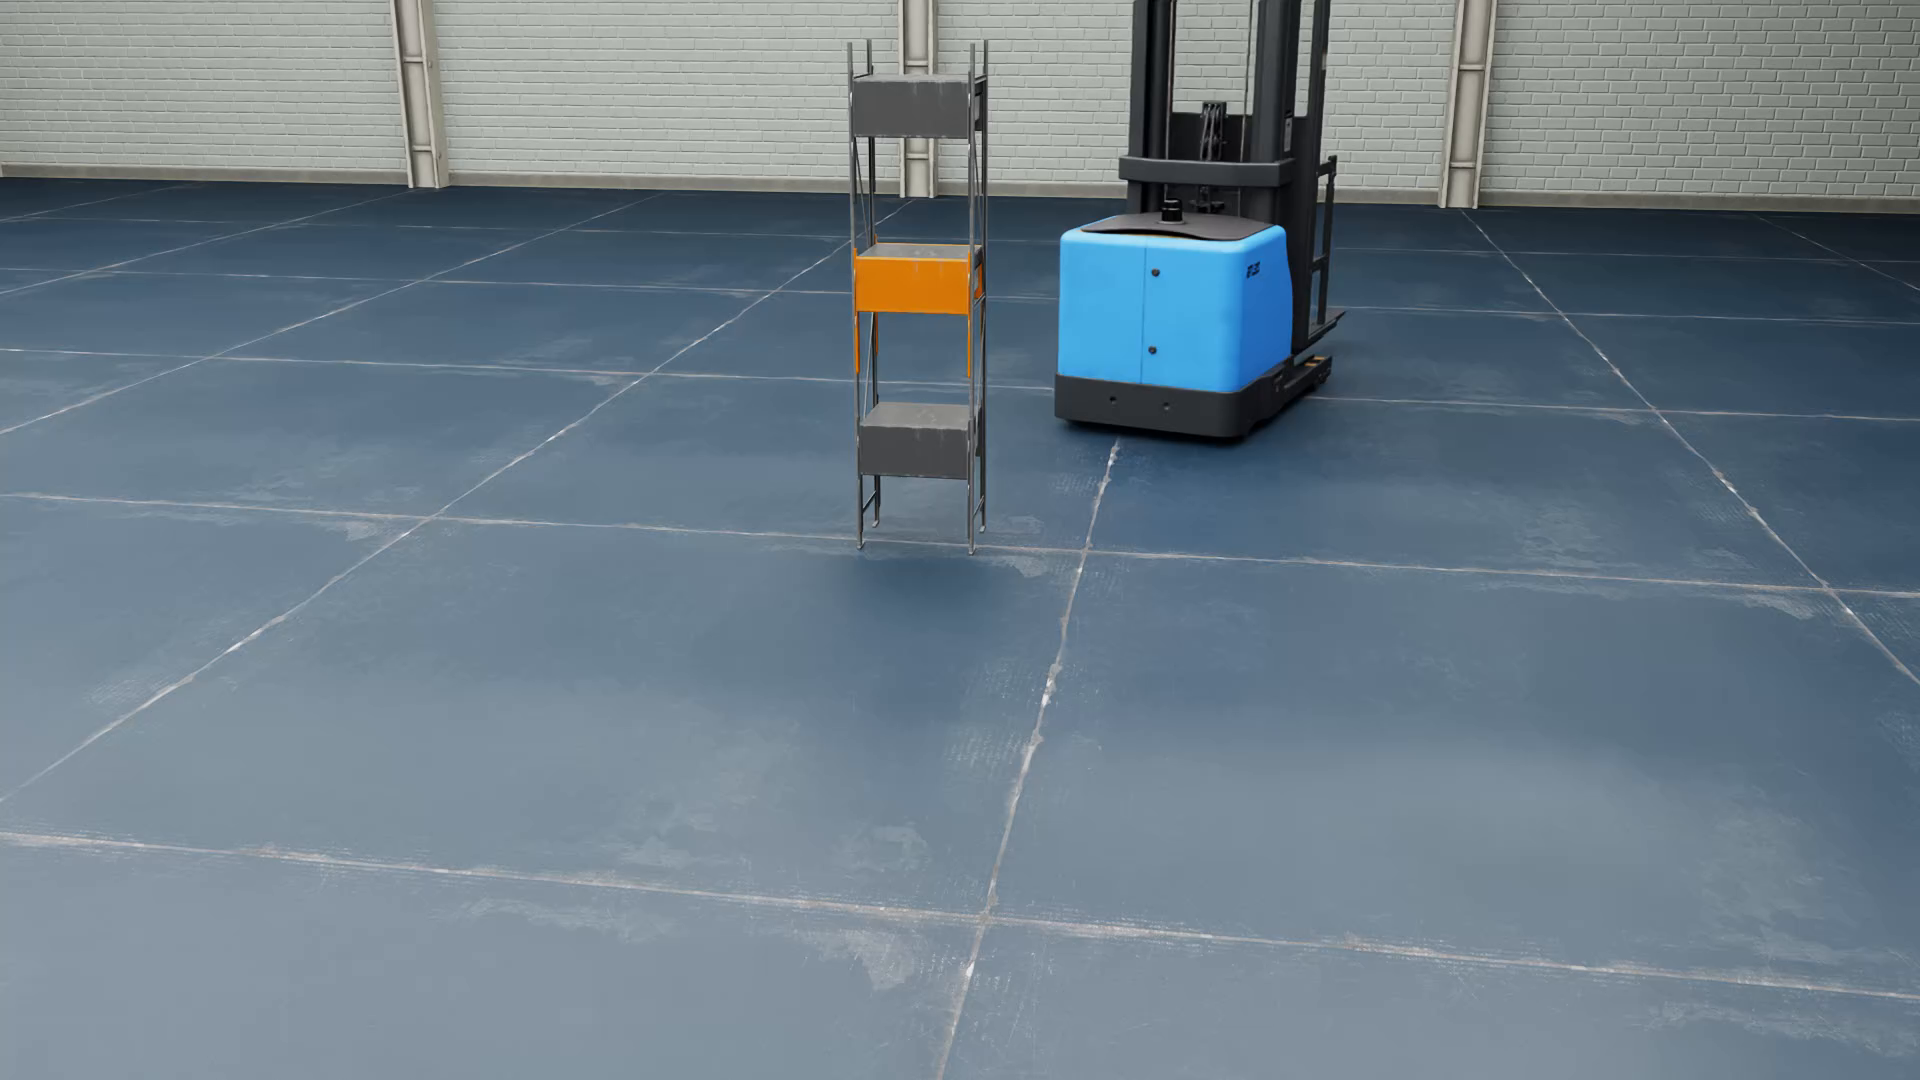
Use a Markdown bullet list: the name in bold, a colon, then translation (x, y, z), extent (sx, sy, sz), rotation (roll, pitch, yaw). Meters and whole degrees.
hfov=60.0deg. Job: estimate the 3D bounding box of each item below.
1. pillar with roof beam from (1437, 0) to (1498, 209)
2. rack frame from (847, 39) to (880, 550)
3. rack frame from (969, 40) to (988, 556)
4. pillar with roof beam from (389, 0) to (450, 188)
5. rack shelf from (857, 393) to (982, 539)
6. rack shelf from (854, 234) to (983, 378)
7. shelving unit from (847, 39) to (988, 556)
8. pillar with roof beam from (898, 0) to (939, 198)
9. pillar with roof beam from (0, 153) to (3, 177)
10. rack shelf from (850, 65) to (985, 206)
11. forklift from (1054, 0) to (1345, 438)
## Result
- **pillar with roof beam**: translation (4.773, -6.579, 12.782), extent (0.400, 9.000, 9.100), rotation (3, 19, 9)
- **rack frame**: translation (-0.404, -1.016, 7.032), extent (0.015, 2.100, 0.400), rotation (3, 19, 9)
- **rack frame**: translation (0.077, -0.992, 6.958), extent (0.015, 2.100, 0.400), rotation (3, 19, 9)
- **pillar with roof beam**: translation (-7.076, -7.183, 14.587), extent (0.400, 9.000, 9.100), rotation (3, 19, 9)
- **rack shelf**: translation (-0.163, -0.327, 7.221), extent (0.480, 0.518, 0.431), rotation (3, 19, 9)
- **rack shelf**: translation (-0.163, -0.991, 6.999), extent (0.480, 0.518, 0.431), rotation (3, 19, 9)
- **shelving unit**: translation (-0.163, -1.004, 6.995), extent (0.503, 2.100, 0.431), rotation (3, 19, 9)
- **pillar with roof beam**: translation (-1.152, -6.881, 13.685), extent (0.400, 9.000, 9.100), rotation (3, 19, 9)
- **pillar with roof beam**: translation (-13.000, -7.485, 15.490), extent (0.400, 9.000, 9.100), rotation (3, 19, 9)
- **rack shelf**: translation (-0.163, -1.655, 6.777), extent (0.480, 0.518, 0.431), rotation (3, 19, 9)
- **forklift**: translation (1.626, -2.348, 9.702), extent (1.130, 2.935, 3.031), rotation (9, 20, 25)
